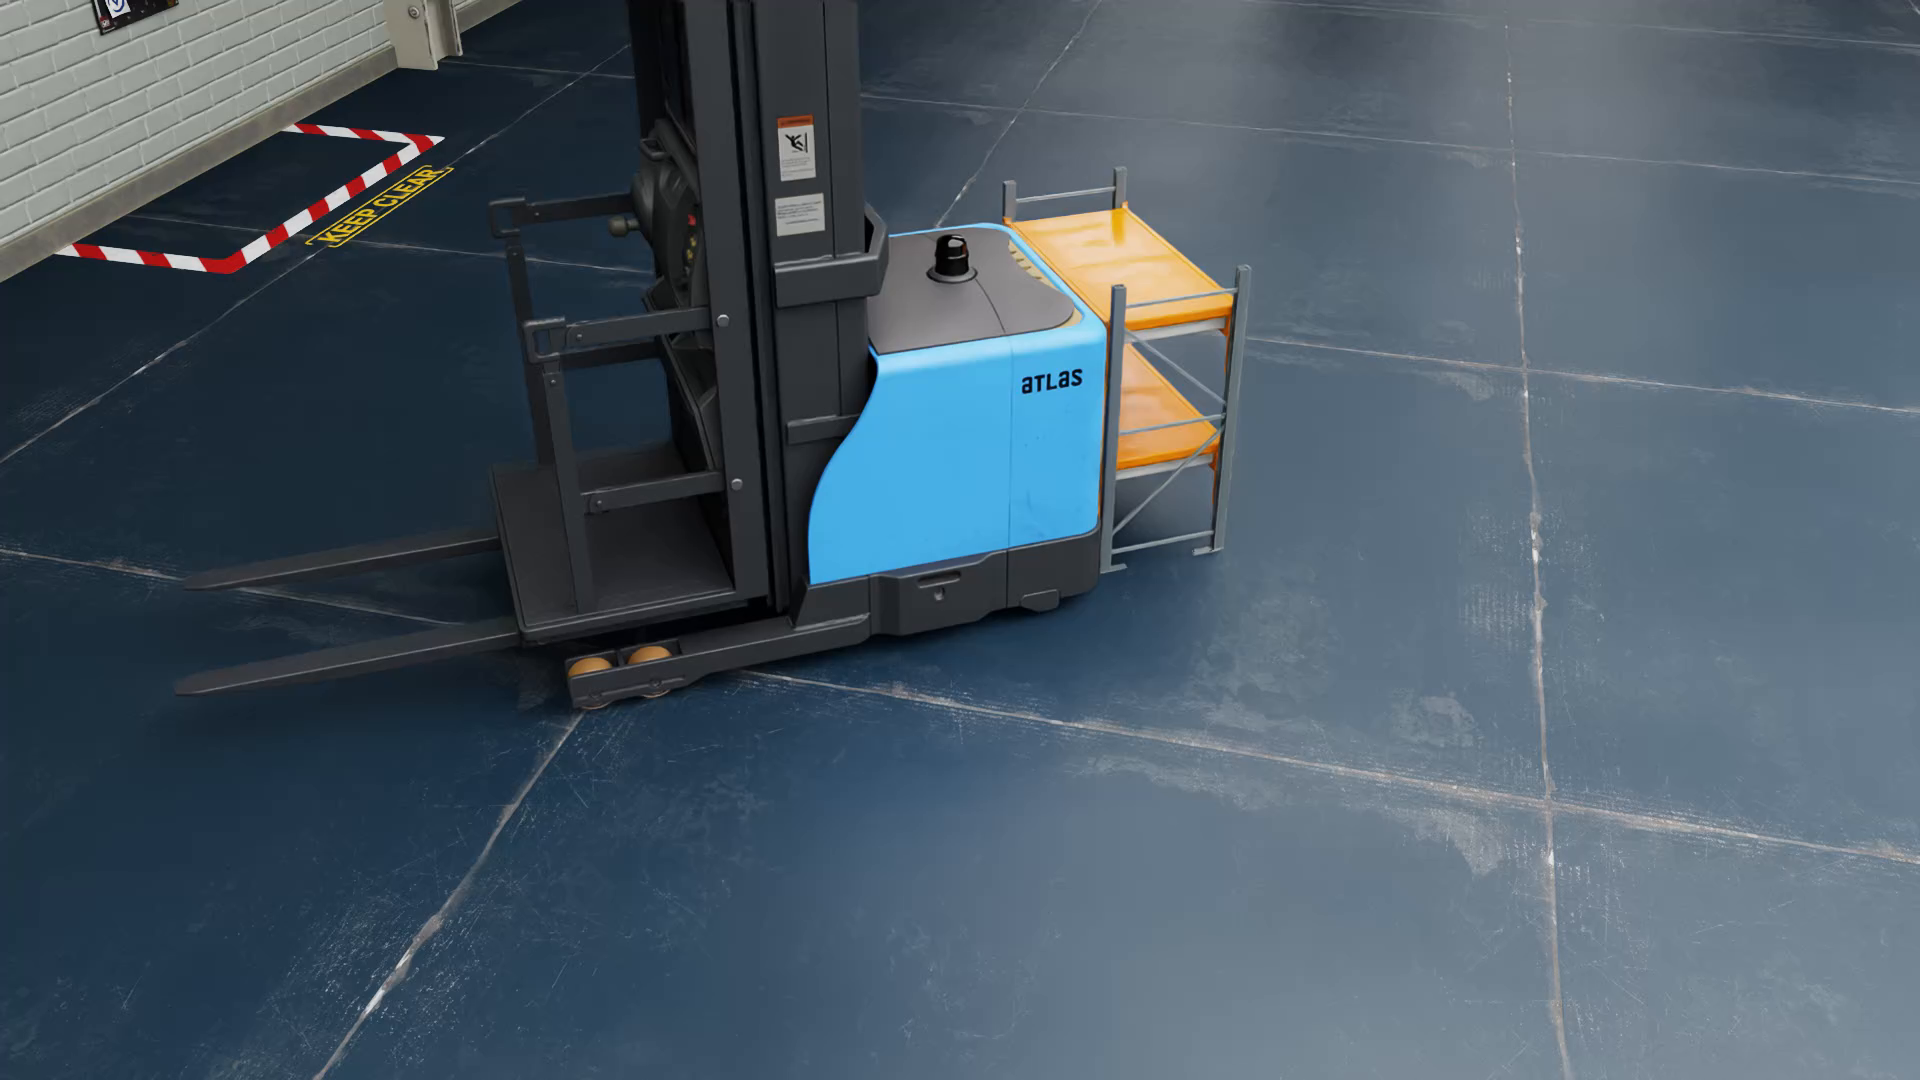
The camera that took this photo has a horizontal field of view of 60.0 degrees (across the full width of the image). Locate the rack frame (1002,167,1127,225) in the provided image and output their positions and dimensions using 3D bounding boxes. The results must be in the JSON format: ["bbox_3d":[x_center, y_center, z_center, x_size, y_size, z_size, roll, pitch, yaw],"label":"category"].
[{"bbox_3d":[0.402,-0.916,6.642,0.500,1.125,0.032,-11,34,-16],"label":"rack frame"}]

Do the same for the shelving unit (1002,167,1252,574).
[{"bbox_3d":[0.571,-0.659,6.237,0.538,1.125,1.048,-11,34,-16],"label":"shelving unit"}]

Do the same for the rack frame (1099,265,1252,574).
[{"bbox_3d":[0.739,-0.401,5.833,0.500,1.125,0.032,-11,34,-16],"label":"rack frame"}]

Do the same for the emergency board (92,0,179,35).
[{"bbox_3d":[-4.320,-3.291,8.630,0.194,1.169,0.643,8,33,12],"label":"emergency board"}]

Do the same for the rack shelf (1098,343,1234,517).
[{"bbox_3d":[0.571,-0.452,6.369,0.538,0.278,1.000,-11,34,-16],"label":"rack shelf"}]

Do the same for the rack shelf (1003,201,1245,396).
[{"bbox_3d":[0.571,-0.906,6.080,0.538,0.278,1.000,-11,34,-16],"label":"rack shelf"}]

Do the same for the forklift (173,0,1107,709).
[{"bbox_3d":[-1.083,-1.008,5.103,3.031,2.935,1.130,-10,34,-16],"label":"forklift"}]

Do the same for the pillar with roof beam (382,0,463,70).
[{"bbox_3d":[0.508,-6.513,8.108,9.100,9.000,0.400,8,33,12],"label":"pillar with roof beam"}]

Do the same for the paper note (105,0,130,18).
[{"bbox_3d":[-4.431,-2.836,8.737,0.016,0.148,0.142,8,33,12],"label":"paper note"}]
